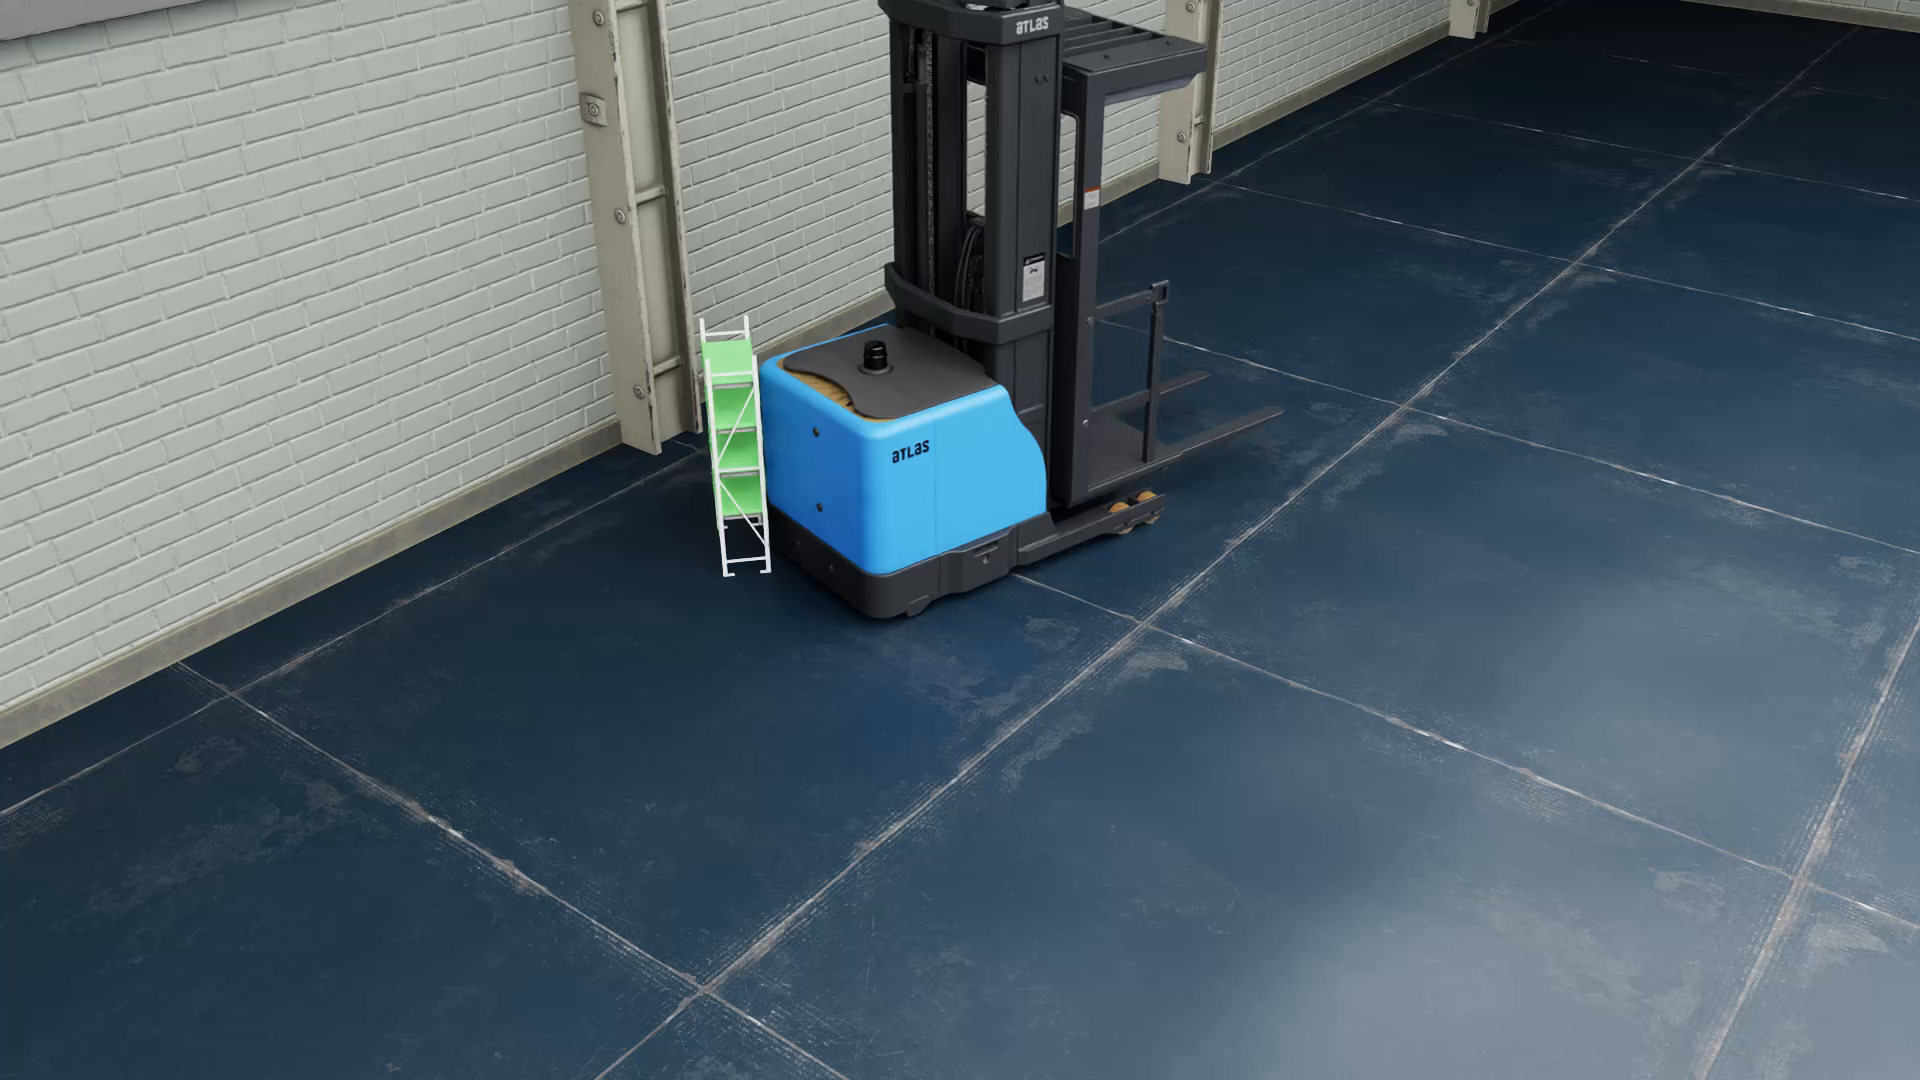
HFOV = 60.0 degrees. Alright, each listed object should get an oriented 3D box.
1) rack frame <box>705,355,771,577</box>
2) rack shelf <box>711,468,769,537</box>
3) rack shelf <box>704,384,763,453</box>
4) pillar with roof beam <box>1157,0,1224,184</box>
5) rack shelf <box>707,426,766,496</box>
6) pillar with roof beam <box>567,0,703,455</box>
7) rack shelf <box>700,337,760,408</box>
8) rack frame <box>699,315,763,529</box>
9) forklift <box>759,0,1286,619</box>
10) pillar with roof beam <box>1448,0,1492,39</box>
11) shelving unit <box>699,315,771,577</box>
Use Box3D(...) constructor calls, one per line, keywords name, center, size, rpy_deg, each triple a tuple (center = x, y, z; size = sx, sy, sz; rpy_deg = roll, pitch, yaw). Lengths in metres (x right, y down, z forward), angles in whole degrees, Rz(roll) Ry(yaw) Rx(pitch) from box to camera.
Box3D(name="rack frame", center=(-1.083, -0.345, 8.155), size=(0.240, 1.200, 0.015), rpy_deg=(-6, 31, -9))
Box3D(name="rack shelf", center=(-1.128, -0.205, 8.516), size=(0.258, 0.148, 0.480), rpy_deg=(-6, 31, -9))
Box3D(name="rack shelf", center=(-1.128, -0.618, 8.271), size=(0.258, 0.148, 0.480), rpy_deg=(-6, 31, -9))
Box3D(name="pillar with roof beam", center=(5.297, -5.600, 9.373), size=(9.100, 9.000, 0.400), rpy_deg=(21, 37, 31))
Box3D(name="rack shelf", center=(-1.128, -0.412, 8.393), size=(0.258, 0.148, 0.480), rpy_deg=(-6, 31, -9))
Box3D(name="pillar with roof beam", center=(1.675, -3.161, 5.258), size=(9.100, 9.000, 0.400), rpy_deg=(21, 37, 31))
Box3D(name="rack shelf", center=(-1.128, -0.825, 8.149), size=(0.258, 0.148, 0.480), rpy_deg=(-6, 31, -9))
Box3D(name="rack frame", center=(-1.174, -0.589, 8.567), size=(0.240, 1.200, 0.015), rpy_deg=(-6, 31, -9))
Box3D(name="forklift", center=(0.478, -1.483, 8.377), size=(3.031, 2.935, 1.130), rpy_deg=(-22, 37, -32))
Box3D(name="pillar with roof beam", center=(8.919, -8.039, 13.488), size=(9.100, 9.000, 0.400), rpy_deg=(21, 37, 31))
Box3D(name="shelving unit", center=(-1.128, -0.467, 8.361), size=(0.258, 1.200, 0.503), rpy_deg=(-6, 31, -9))
